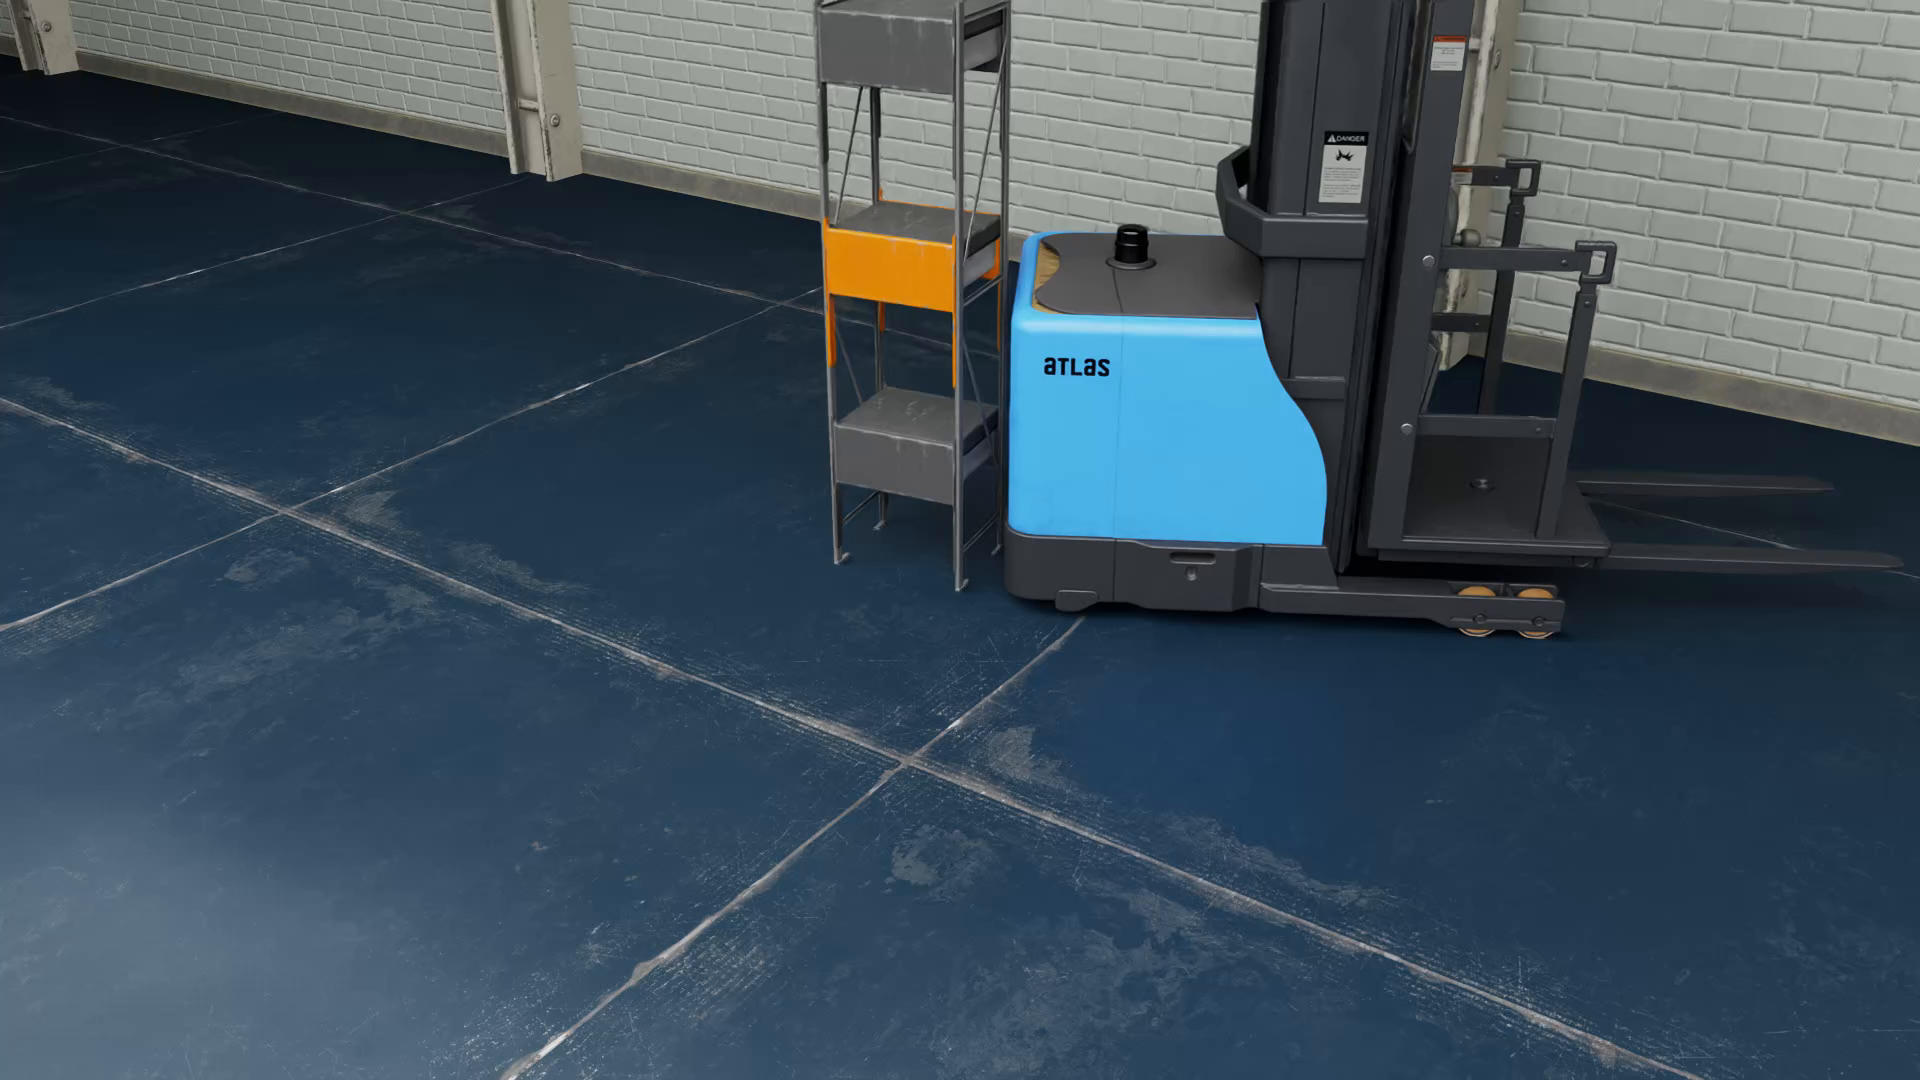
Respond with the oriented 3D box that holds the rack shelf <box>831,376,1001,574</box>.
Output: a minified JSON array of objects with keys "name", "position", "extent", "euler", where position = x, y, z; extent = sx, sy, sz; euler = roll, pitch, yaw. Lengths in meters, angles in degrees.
[{"name":"rack shelf","position":[-0.148,-0.242,5.985],"extent":[0.480,0.518,0.431],"euler":[12,29,22]}]

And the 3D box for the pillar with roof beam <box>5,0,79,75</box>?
[{"name":"pillar with roof beam","position":[-10.118,-6.385,8.875],"extent":[0.400,9.000,9.100],"euler":[17,32,30]}]

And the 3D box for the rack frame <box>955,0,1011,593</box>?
[{"name":"rack frame","position":[0.074,-0.832,5.570],"extent":[0.015,2.100,0.400],"euler":[12,29,22]}]

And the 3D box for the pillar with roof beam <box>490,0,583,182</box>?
[{"name":"pillar with roof beam","position":[-5.172,-4.844,5.847],"extent":[0.400,9.000,9.100],"euler":[17,32,30]}]

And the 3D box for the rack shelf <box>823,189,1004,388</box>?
[{"name":"rack shelf","position":[-0.148,-0.866,5.667],"extent":[0.480,0.518,0.431],"euler":[12,29,22]}]

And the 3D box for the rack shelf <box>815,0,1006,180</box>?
[{"name":"rack shelf","position":[-0.148,-1.490,5.350],"extent":[0.480,0.518,0.431],"euler":[12,29,22]}]

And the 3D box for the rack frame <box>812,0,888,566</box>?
[{"name":"rack frame","position":[-0.369,-0.925,5.752],"extent":[0.015,2.100,0.400],"euler":[12,29,22]}]

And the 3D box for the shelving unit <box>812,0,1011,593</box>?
[{"name":"shelving unit","position":[-0.148,-0.878,5.661],"extent":[0.503,2.100,0.431],"euler":[12,29,22]}]

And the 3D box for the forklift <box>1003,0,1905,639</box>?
[{"name":"forklift","position":[1.695,-1.225,5.426],"extent":[3.031,2.935,1.130],"euler":[2,27,4]}]

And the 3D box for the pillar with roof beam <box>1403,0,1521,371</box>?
[{"name":"pillar with roof beam","position":[-0.226,-3.304,2.820],"extent":[0.400,9.000,9.100],"euler":[17,32,30]}]
